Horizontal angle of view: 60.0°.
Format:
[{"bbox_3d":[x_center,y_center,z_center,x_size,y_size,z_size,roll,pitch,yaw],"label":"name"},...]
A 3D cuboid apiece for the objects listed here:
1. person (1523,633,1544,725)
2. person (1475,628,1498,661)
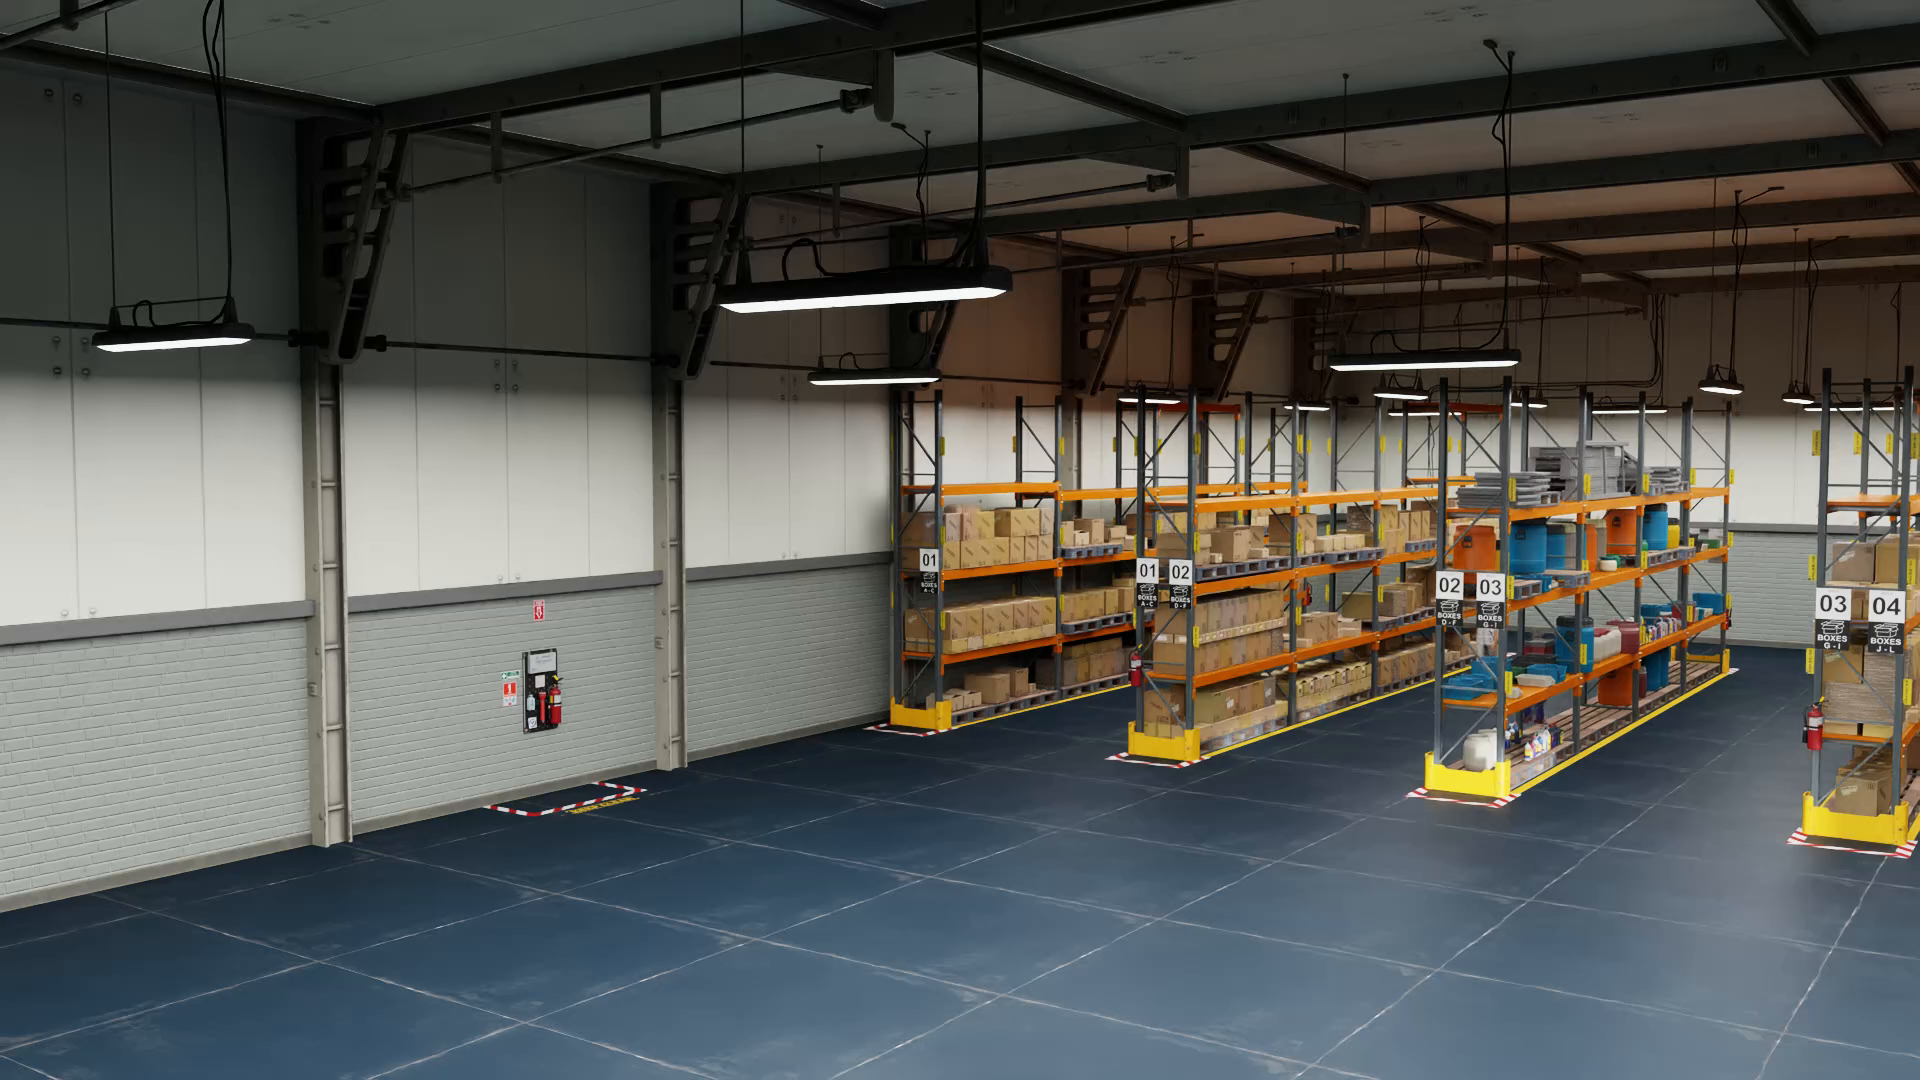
[{"bbox_3d":[10.014,2.429,28.915,0.510,1.620,0.521,0,3,0],"label":"person"},{"bbox_3d":[11.188,2.196,35.297,0.492,1.605,1.034,2,4,33],"label":"person"}]
